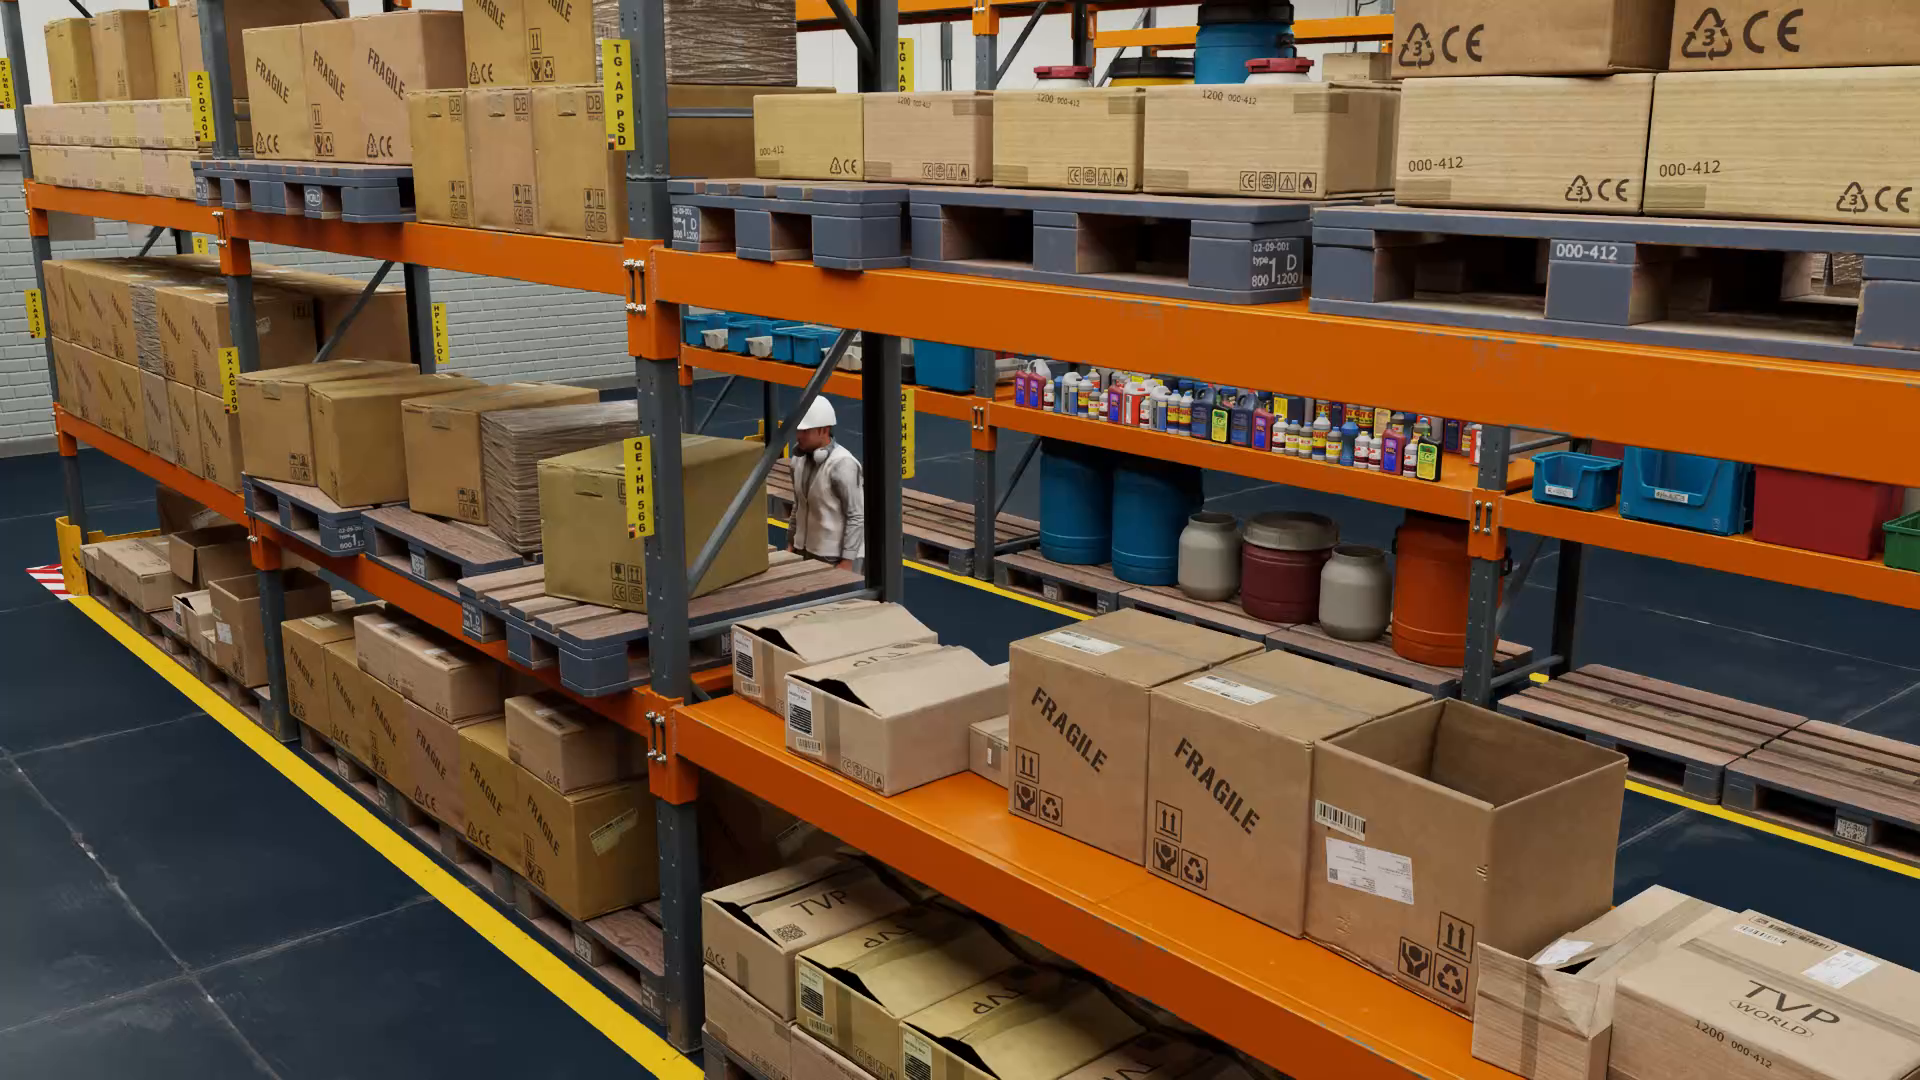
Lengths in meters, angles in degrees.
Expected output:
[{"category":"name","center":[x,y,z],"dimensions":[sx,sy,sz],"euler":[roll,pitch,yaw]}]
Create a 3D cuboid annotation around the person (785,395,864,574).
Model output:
[{"category":"person","center":[-0.749,0.078,9.131],"dimensions":[0.460,1.772,0.581],"euler":[-12,18,-39]}]
